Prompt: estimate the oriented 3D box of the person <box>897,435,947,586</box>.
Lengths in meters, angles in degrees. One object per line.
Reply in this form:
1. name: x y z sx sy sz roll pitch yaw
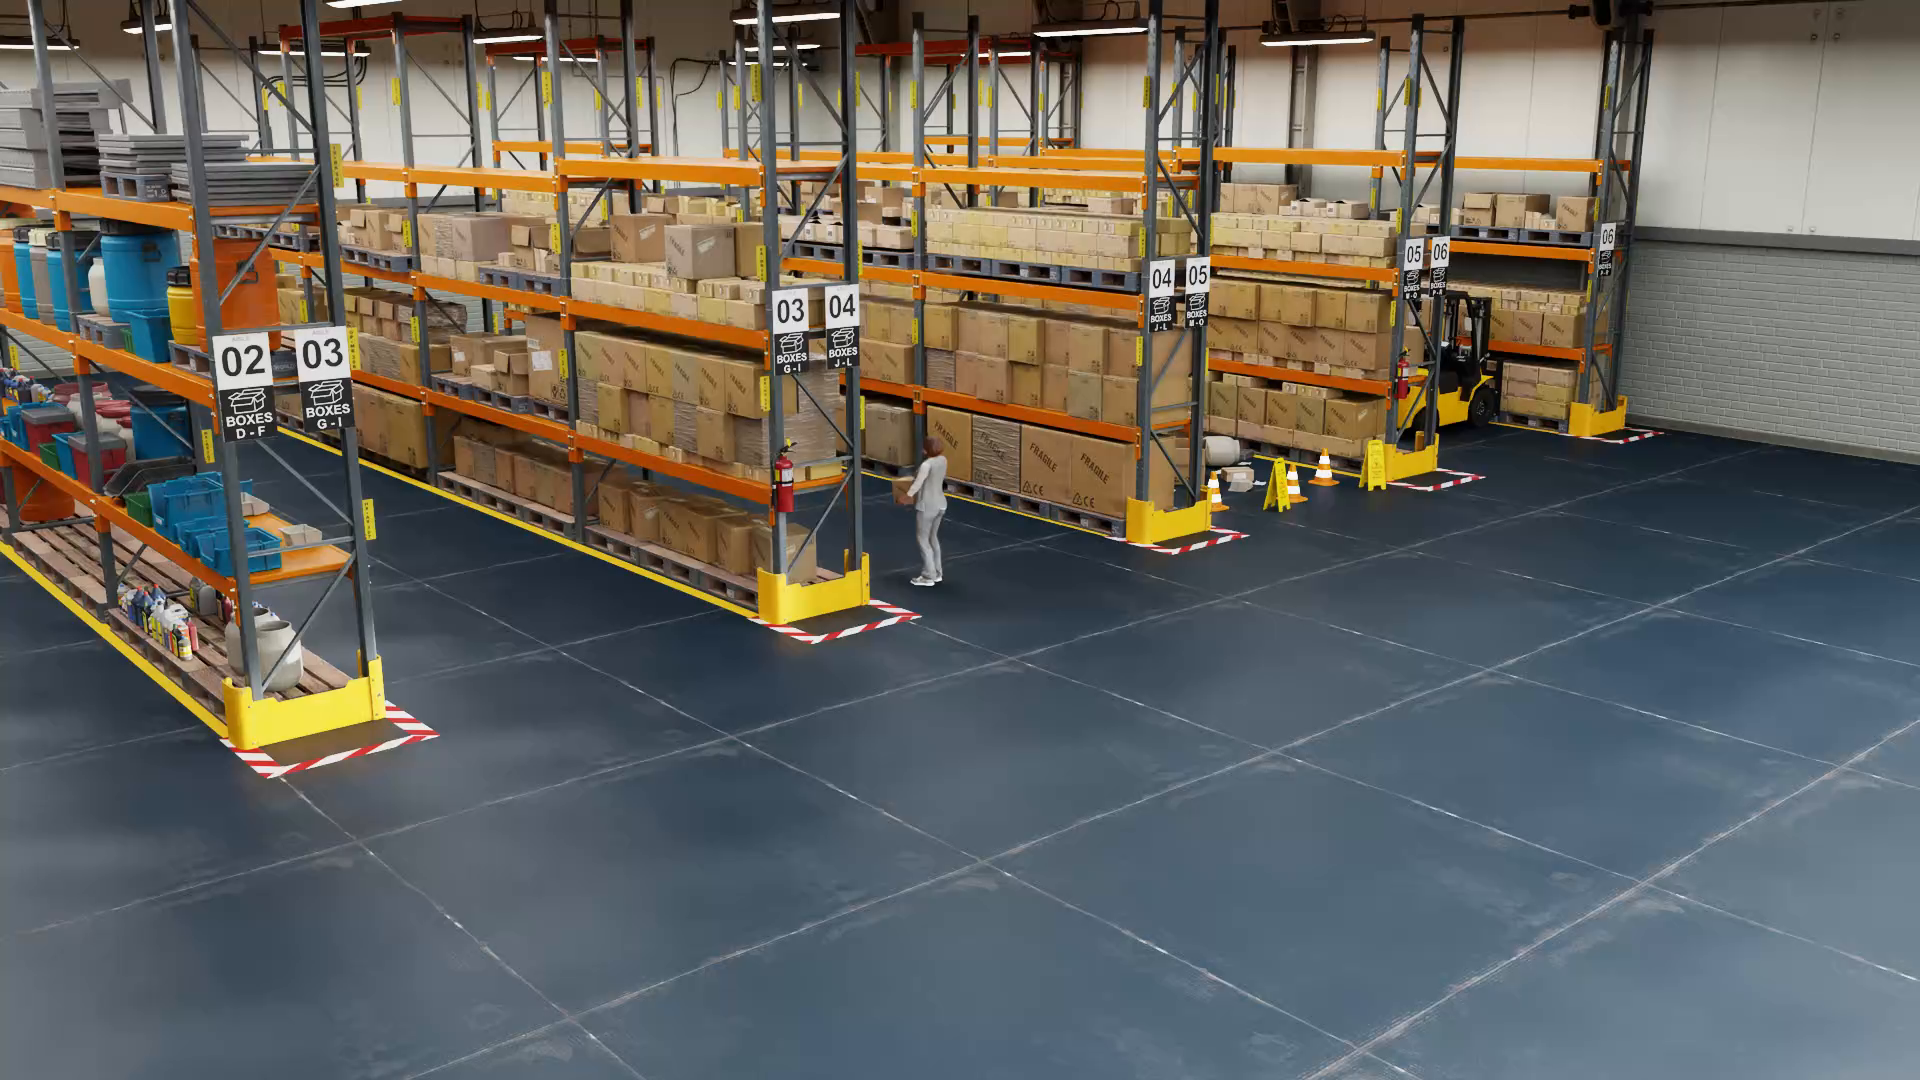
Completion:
1. person: -0.381 -0.327 17.316 0.495 1.591 0.404 10 17 33
